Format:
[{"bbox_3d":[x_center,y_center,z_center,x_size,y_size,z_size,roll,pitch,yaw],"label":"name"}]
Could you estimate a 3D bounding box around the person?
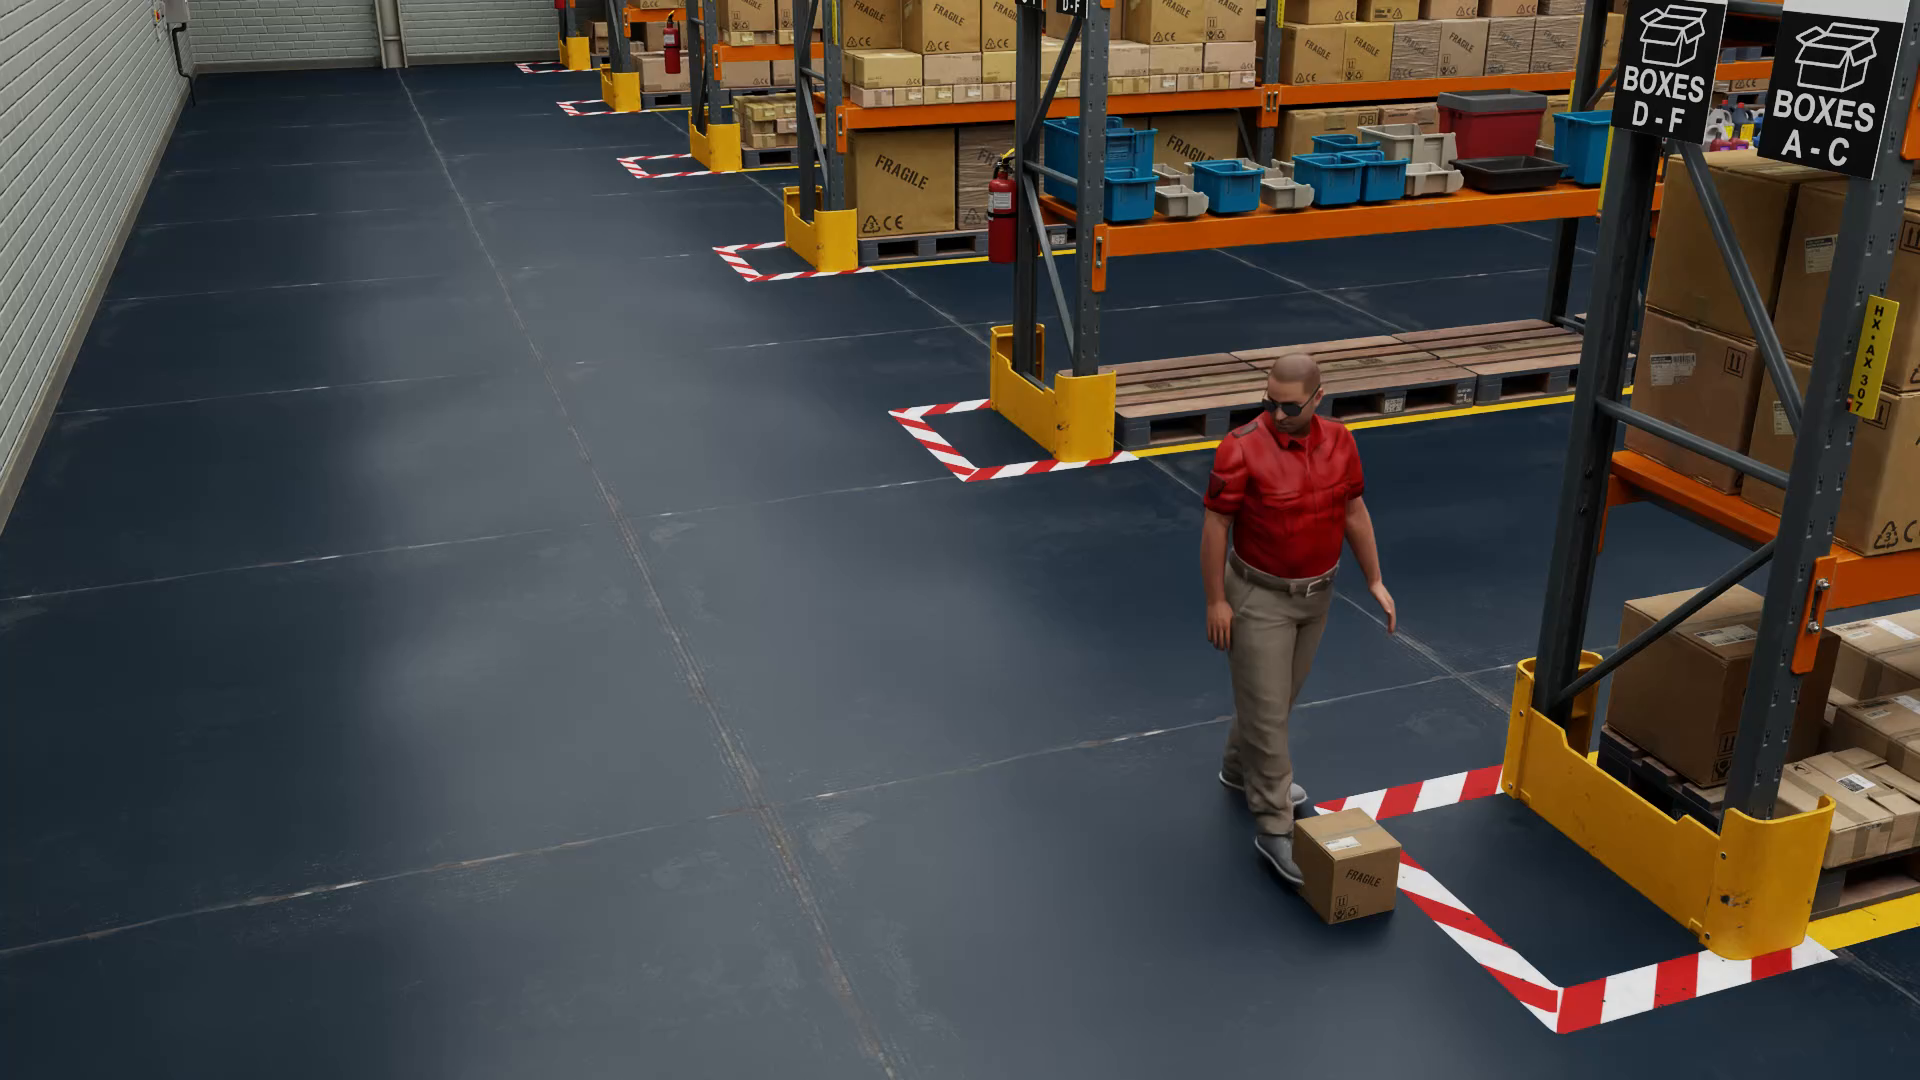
[{"bbox_3d":[1.109,0.163,5.577,0.594,1.646,0.533,-15,27,-32],"label":"person"}]
